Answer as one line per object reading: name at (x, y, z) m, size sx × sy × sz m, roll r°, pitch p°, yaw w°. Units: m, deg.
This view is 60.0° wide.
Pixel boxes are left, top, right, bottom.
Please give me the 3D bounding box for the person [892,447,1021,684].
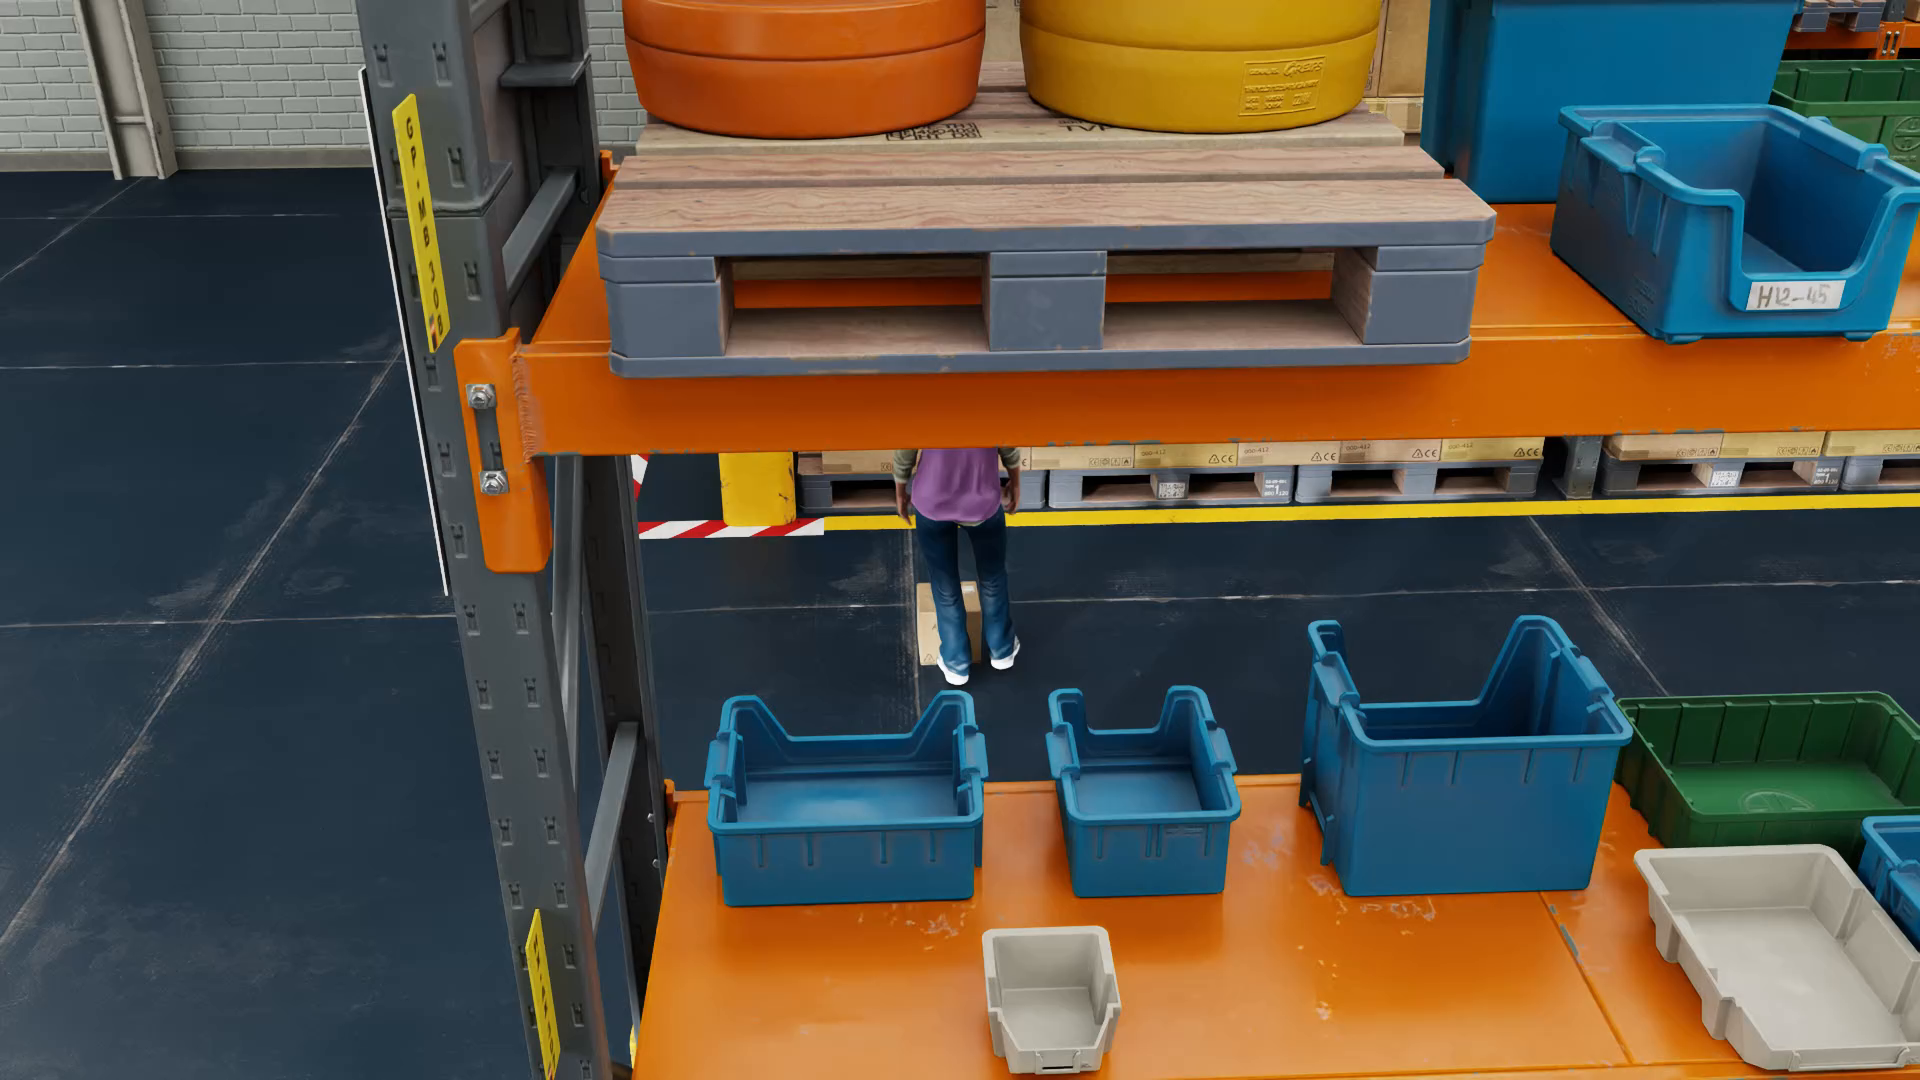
person at (-0.001, -0.171, 6.436) m, size 0.518 × 1.597 × 0.474 m, roll -1°, pitch 28°, yaw -3°
